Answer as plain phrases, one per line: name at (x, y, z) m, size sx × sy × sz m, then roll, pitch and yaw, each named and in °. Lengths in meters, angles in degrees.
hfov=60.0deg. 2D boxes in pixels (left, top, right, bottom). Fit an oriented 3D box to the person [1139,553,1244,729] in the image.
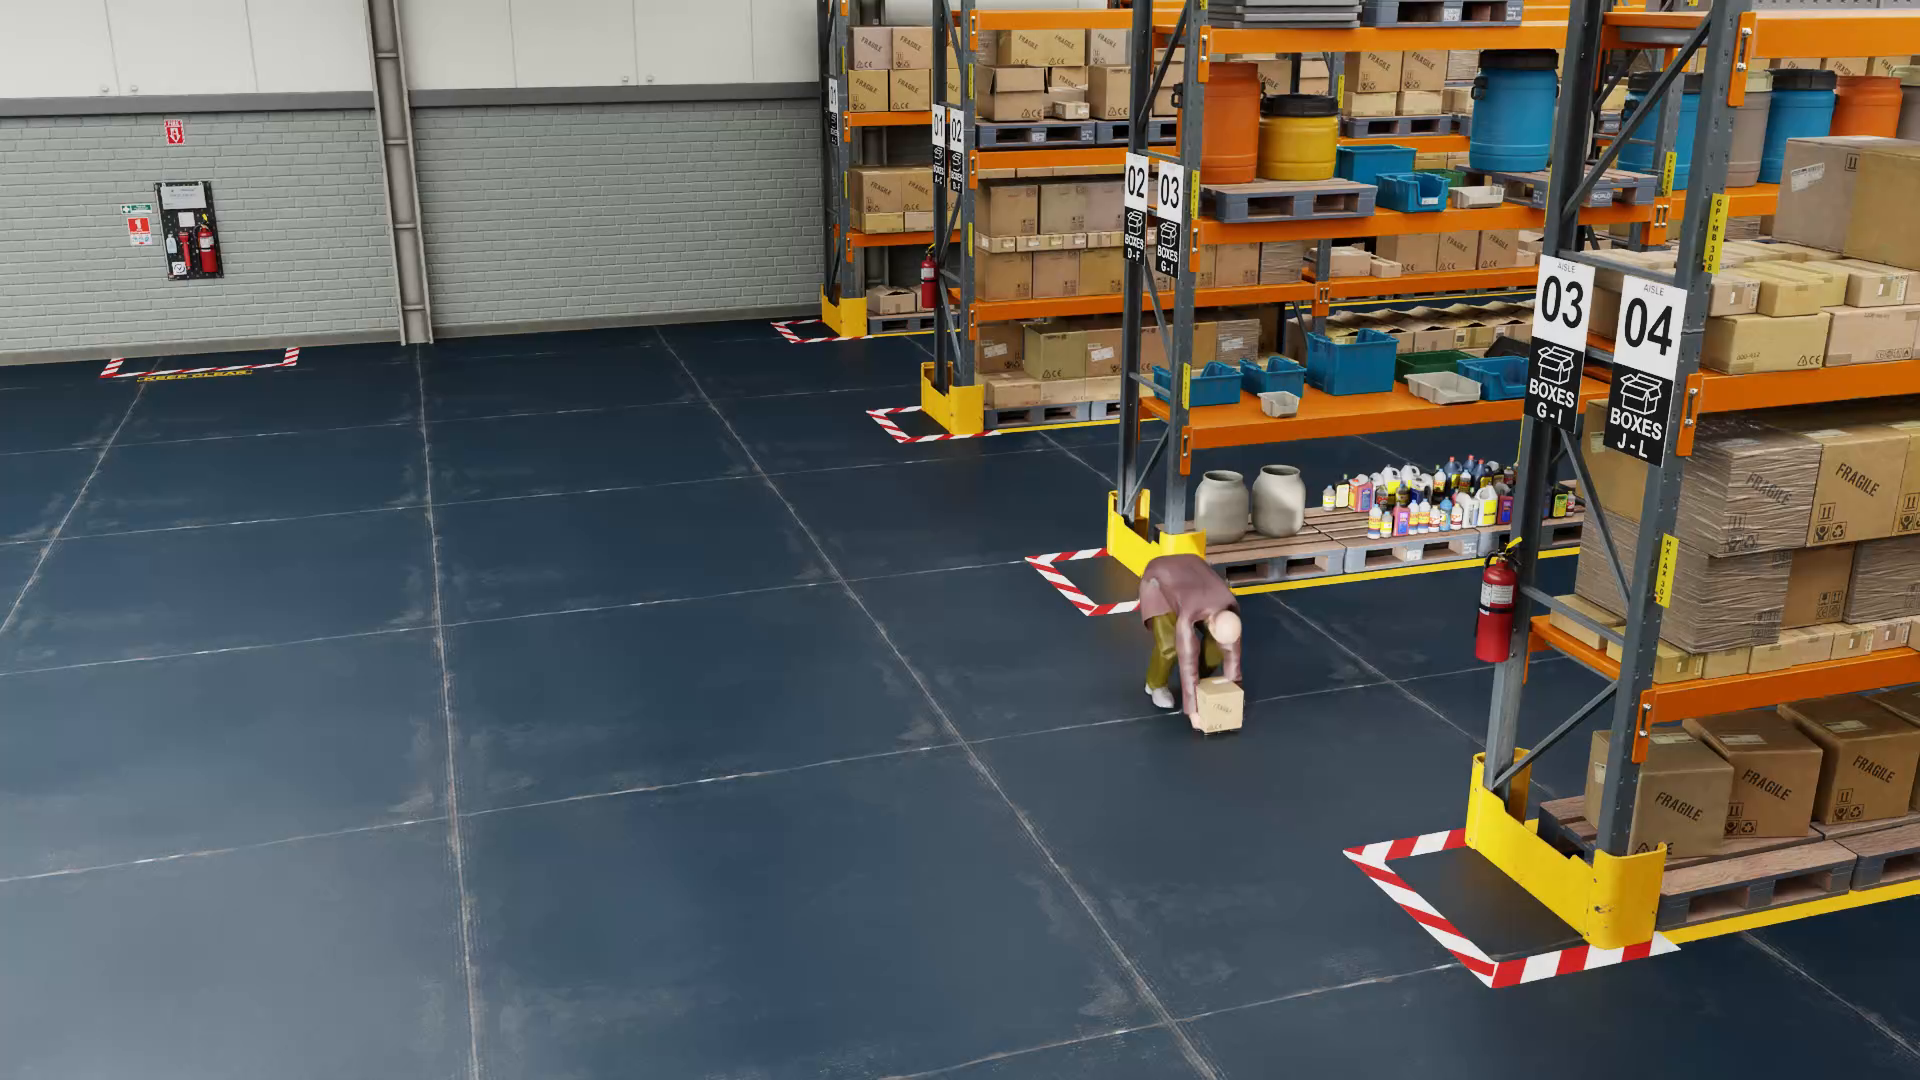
person at (1.477, 0.610, 10.532) m, size 0.585 × 0.981 × 0.942 m, roll -7°, pitch 20°, yaw -20°
